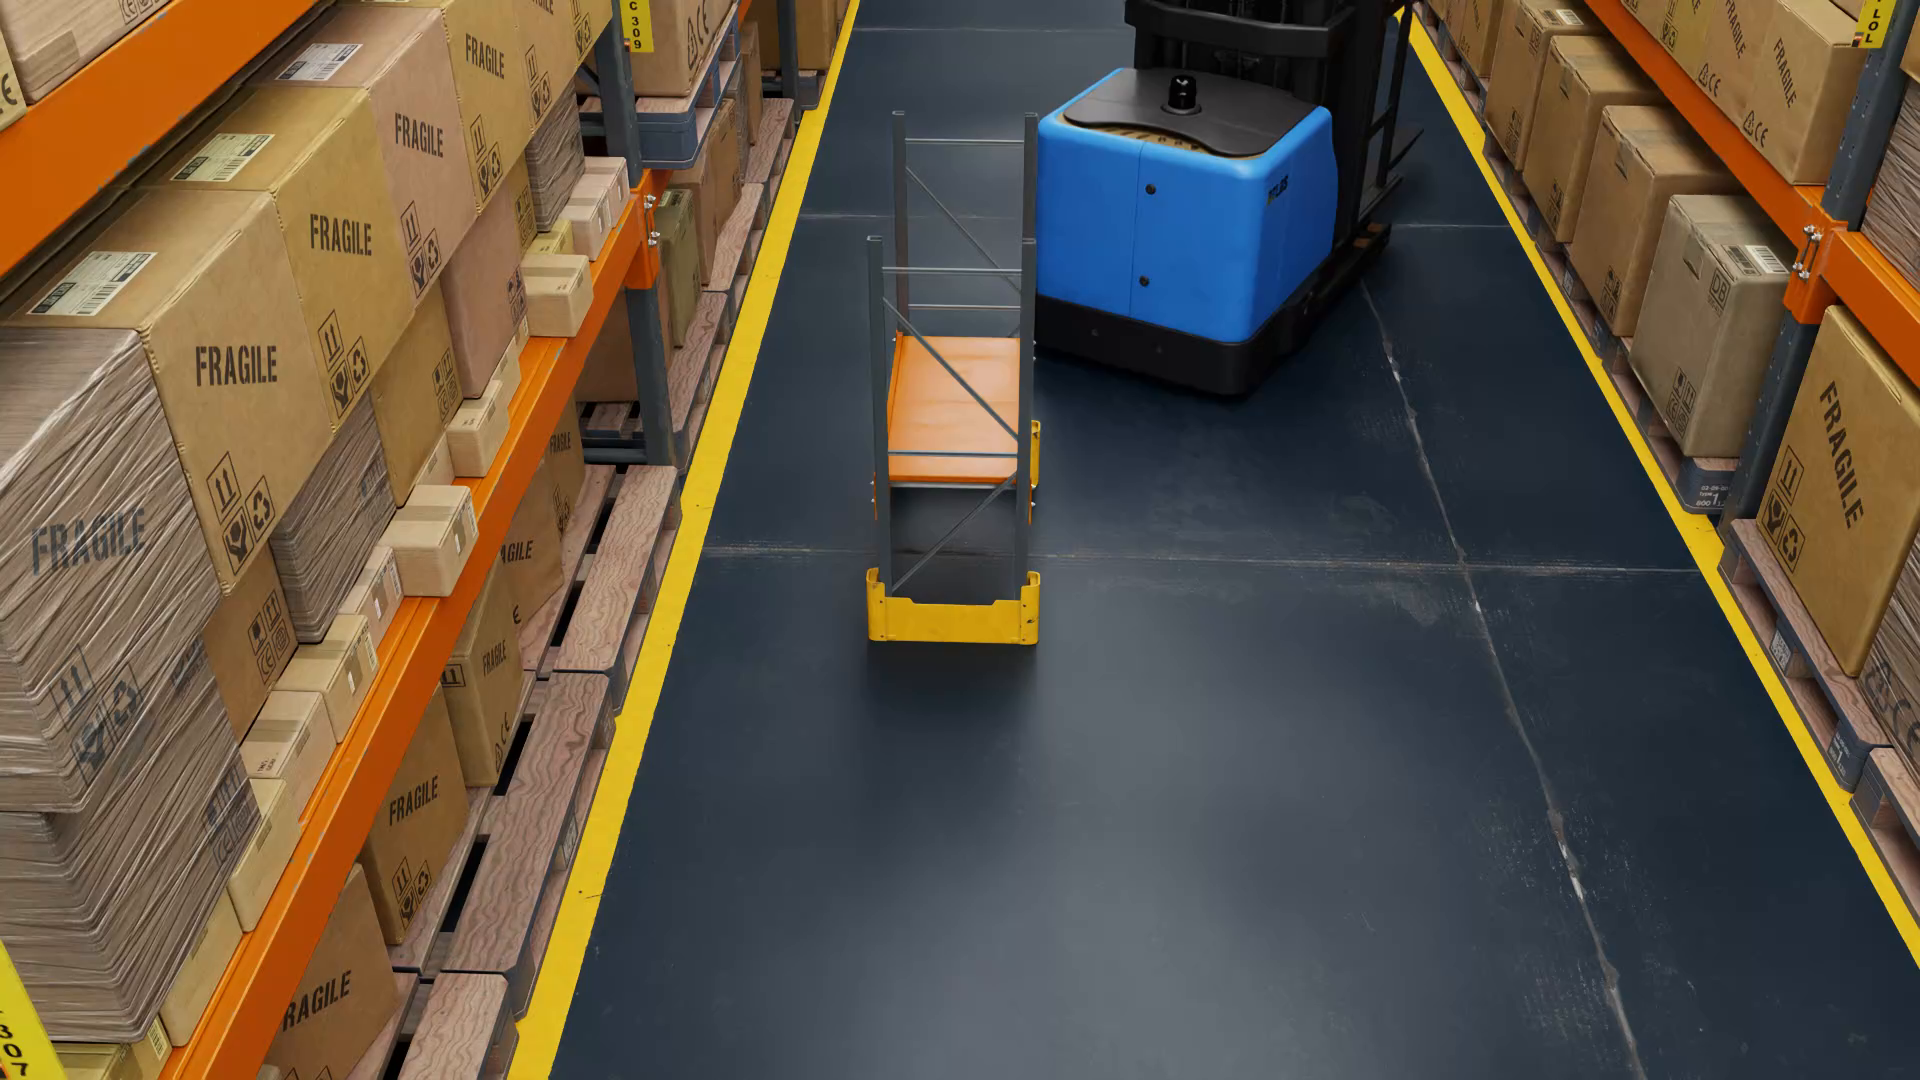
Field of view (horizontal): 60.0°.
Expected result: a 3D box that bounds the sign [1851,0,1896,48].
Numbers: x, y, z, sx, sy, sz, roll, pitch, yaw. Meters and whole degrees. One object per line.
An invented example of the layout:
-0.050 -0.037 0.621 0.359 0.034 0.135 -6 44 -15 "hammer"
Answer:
2.815 -1.662 5.067 0.100 0.325 0.005 1 35 2 "sign"

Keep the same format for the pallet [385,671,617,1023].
-1.633 0.844 4.865 1.003 0.211 1.213 1 35 2 "pallet"

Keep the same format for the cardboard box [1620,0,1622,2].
3.192 -2.719 7.423 0.500 0.500 0.500 1 35 2 "cardboard box"

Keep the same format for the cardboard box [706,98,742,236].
-1.466 -1.811 8.010 0.700 0.500 0.500 4 35 6 "cardboard box"

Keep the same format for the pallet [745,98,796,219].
-1.467 -2.094 9.046 1.003 0.211 1.213 1 35 2 "pallet"

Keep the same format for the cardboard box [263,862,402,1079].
-1.724 1.060 3.941 0.500 0.500 0.500 10 36 14 "cardboard box"

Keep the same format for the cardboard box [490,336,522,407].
-1.409 -0.436 4.480 0.380 0.149 0.250 1 35 2 "cardboard box"

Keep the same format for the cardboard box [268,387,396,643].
-1.743 -0.142 3.498 0.875 0.500 0.500 1 35 2 "cardboard box"

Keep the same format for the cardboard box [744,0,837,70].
-1.386 -3.383 9.937 1.225 0.875 0.875 0 35 0 "cardboard box"

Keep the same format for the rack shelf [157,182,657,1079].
-1.675 0.057 4.185 1.077 0.370 4.000 1 35 2 "rack shelf"

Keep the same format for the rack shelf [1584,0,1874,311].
3.437 -2.068 7.209 1.077 0.370 4.000 1 35 2 "rack shelf"

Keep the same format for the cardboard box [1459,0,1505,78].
3.283 -3.045 9.782 0.500 0.500 0.500 1 35 2 "cardboard box"

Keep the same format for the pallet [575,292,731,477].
-1.565 -0.692 7.052 1.003 0.211 1.213 1 35 2 "pallet"

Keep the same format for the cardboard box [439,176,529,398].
-1.649 -0.715 4.313 0.875 0.500 0.500 1 35 2 "cardboard box"

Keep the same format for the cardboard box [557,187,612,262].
-1.329 -1.009 5.296 0.380 0.149 0.250 1 35 2 "cardboard box"

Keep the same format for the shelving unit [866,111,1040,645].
-0.003 -0.570 5.756 0.587 1.500 1.083 1 35 2 "shelving unit"

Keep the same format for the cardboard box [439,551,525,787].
-1.613 0.382 4.907 0.500 0.500 0.500 -2 35 -2 "cardboard box"

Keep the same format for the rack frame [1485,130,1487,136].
3.518 -3.511 8.638 1.000 3.000 0.127 1 35 2 "rack frame"

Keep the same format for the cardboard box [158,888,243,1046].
-1.477 0.714 2.844 0.380 0.149 0.250 1 35 2 "cardboard box"

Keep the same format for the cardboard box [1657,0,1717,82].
3.151 -2.141 6.600 0.500 0.500 0.500 2 35 2 "cardboard box"

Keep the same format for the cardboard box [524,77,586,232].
-1.675 -1.291 5.133 0.875 0.500 0.500 1 35 2 "cardboard box"

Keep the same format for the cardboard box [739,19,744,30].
-1.431 -2.763 8.711 0.500 0.250 0.500 3 35 4 "cardboard box"

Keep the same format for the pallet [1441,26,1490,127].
3.551 -2.819 10.078 1.003 0.211 1.213 1 35 2 "pallet"

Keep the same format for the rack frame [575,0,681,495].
-1.595 -1.386 5.613 1.000 3.000 0.127 1 35 2 "rack frame"

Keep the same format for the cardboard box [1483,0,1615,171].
3.403 -2.415 8.669 1.050 0.750 0.750 1 35 1 "cardboard box"

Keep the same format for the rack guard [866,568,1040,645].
-0.023 0.228 5.709 0.587 0.250 0.087 1 35 2 "rack guard"

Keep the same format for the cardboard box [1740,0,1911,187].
3.111 -1.560 5.774 0.500 0.500 0.500 1 35 2 "cardboard box"

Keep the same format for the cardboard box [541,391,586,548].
-1.651 -0.306 5.886 0.500 0.500 0.500 0 35 0 "cardboard box"

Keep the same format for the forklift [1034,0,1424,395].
1.480 -2.631 7.445 1.130 2.935 3.031 19 39 24 "forklift"

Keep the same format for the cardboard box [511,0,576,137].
-1.357 -1.405 4.426 0.500 0.500 0.500 1 35 2 "cardboard box"

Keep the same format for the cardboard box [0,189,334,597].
-1.434 -0.256 2.791 0.500 0.500 0.500 1 35 2 "cardboard box"

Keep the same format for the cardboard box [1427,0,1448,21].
3.313 -3.647 10.639 0.500 0.500 0.500 0 35 0 "cardboard box"

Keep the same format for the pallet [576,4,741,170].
-1.419 -1.743 6.288 1.003 0.211 1.213 1 35 2 "pallet"

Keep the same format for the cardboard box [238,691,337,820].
-1.462 0.426 3.253 0.380 0.149 0.250 1 35 2 "cardboard box"

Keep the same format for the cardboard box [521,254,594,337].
-1.298 -0.721 4.886 0.380 0.149 0.250 1 35 2 "cardboard box"

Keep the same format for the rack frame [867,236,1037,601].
-0.024 -0.273 5.333 0.500 1.500 0.032 1 35 2 "rack frame"

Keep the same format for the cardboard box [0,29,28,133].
-1.478 -0.524 1.909 0.500 0.250 0.500 2 35 3 "cardboard box"

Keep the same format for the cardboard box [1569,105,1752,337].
3.335 -1.378 7.193 1.050 0.750 0.750 1 35 2 "cardboard box"

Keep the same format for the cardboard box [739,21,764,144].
-1.441 -2.456 8.927 0.700 0.500 0.500 0 35 -1 "cardboard box"

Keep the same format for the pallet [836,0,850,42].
-1.275 -3.693 11.322 1.003 0.211 1.213 1 35 2 "pallet"

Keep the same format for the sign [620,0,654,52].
-1.052 -1.732 5.353 0.100 0.325 0.005 1 35 2 "sign"

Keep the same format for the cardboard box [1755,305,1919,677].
3.262 -0.156 5.346 0.875 0.875 0.875 2 35 3 "cardboard box"

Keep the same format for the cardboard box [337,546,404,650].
-1.462 0.138 3.663 0.380 0.149 0.250 1 35 2 "cardboard box"

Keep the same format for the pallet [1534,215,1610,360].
3.359 -1.220 7.803 1.003 0.211 1.213 1 35 2 "pallet"

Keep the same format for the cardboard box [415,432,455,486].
-1.471 -0.149 4.072 0.380 0.149 0.250 1 35 2 "cardboard box"

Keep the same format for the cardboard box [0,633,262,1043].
-1.706 0.434 2.678 0.875 0.500 0.500 1 35 2 "cardboard box"

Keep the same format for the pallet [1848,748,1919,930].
3.202 1.065 4.550 1.003 0.211 1.213 1 35 2 "pallet"

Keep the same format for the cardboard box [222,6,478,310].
-1.401 -0.831 3.608 0.500 0.500 0.500 1 35 2 "cardboard box"

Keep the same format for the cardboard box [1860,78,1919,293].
3.354 -1.062 5.023 0.875 0.550 0.550 1 35 2 "cardboard box"

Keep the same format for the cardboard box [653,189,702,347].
-1.511 -1.169 7.096 0.700 0.500 0.500 1 35 2 "cardboard box"
